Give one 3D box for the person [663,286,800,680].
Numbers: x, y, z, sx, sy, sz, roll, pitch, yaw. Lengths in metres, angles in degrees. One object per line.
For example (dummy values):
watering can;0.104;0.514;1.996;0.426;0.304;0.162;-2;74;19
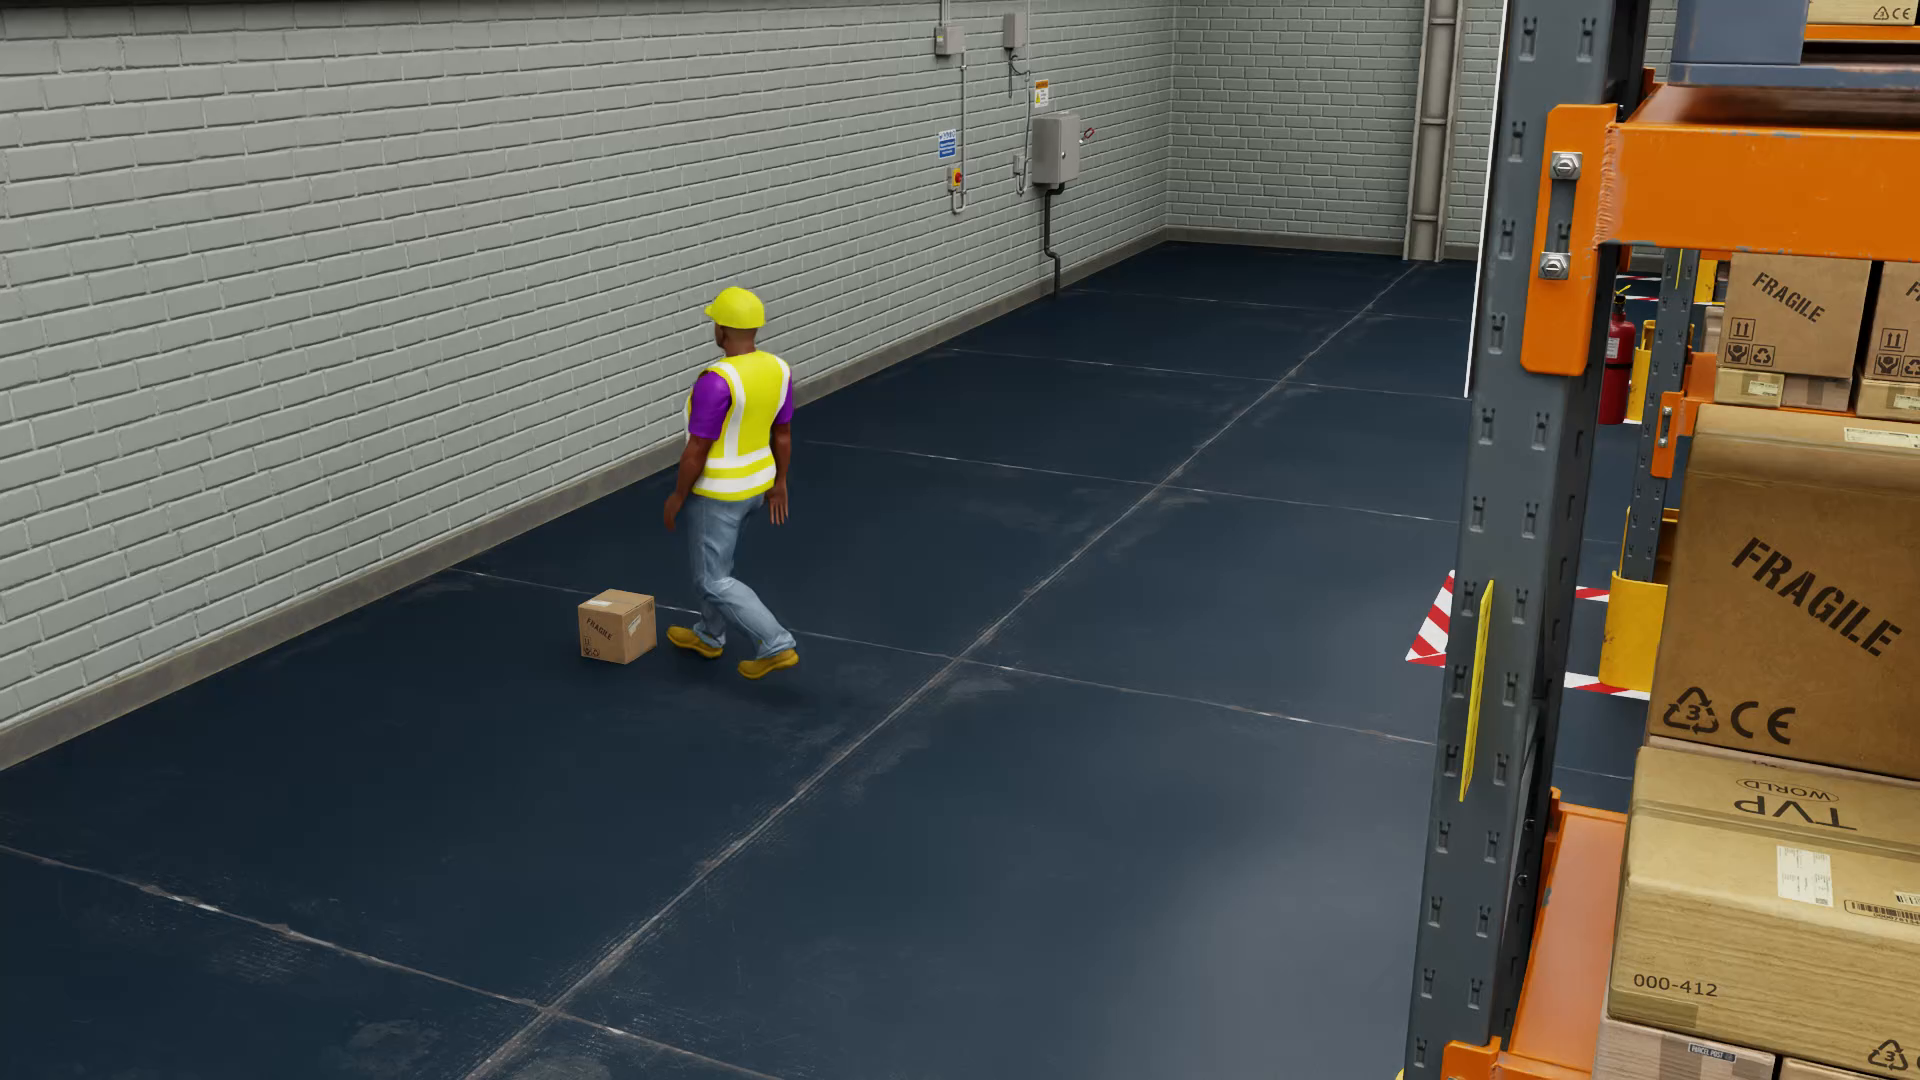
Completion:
person;-1.025;-0.236;7.206;0.882;1.740;0.567;9;21;26
